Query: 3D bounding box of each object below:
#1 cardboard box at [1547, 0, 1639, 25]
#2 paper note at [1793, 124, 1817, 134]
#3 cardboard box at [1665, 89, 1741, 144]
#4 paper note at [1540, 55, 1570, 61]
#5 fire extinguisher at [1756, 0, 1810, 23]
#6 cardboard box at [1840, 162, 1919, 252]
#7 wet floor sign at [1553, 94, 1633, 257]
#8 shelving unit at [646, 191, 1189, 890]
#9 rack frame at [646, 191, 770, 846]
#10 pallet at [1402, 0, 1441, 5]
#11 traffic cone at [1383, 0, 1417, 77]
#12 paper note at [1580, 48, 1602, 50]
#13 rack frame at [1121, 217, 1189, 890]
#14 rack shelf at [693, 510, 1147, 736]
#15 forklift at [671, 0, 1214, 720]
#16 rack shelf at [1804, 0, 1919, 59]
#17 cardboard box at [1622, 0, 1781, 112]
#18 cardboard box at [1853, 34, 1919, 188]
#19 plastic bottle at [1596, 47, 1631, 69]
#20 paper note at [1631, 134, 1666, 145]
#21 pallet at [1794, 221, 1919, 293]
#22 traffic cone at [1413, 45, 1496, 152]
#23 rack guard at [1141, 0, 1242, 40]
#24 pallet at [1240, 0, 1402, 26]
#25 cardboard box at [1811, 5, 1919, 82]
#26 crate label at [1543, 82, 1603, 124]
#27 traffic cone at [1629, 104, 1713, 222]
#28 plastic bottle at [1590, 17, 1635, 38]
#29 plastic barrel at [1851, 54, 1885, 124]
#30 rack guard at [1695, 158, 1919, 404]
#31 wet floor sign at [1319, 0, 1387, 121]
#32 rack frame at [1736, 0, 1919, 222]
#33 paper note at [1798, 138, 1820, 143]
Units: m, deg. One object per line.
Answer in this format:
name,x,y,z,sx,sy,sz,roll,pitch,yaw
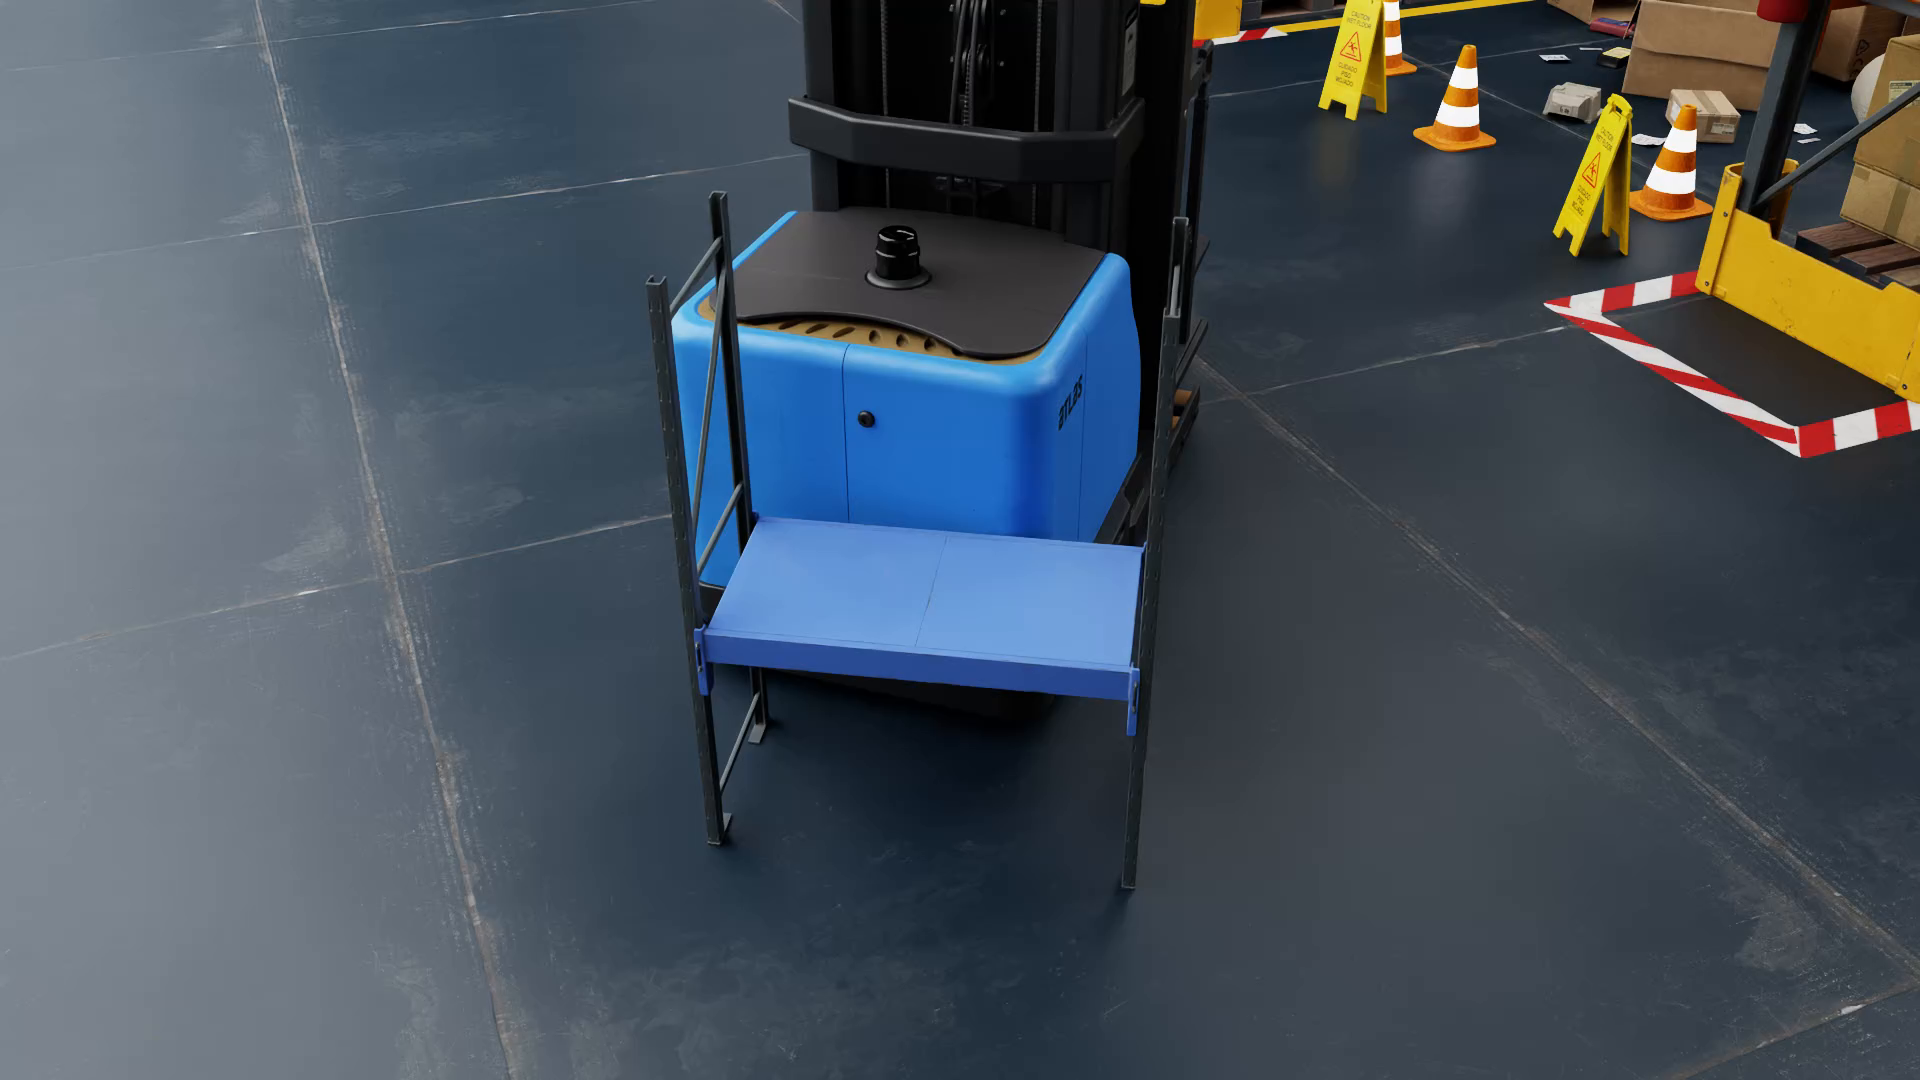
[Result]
cardboard box,3.971,-3.467,10.118,0.500,0.500,0.500,-7,34,-11
paper note,4.269,-2.101,8.461,0.142,0.019,0.148,-2,33,-2
cardboard box,3.752,-2.143,8.407,0.250,0.149,0.380,4,33,6
paper note,3.382,-2.737,9.429,0.142,0.017,0.144,-2,33,-2
fire extinguisher,3.042,-2.221,5.983,0.183,0.674,0.296,-13,35,-19
cardboard box,3.990,-1.380,6.757,0.500,0.250,0.500,-13,35,-19
wet floor sign,2.737,-1.557,7.051,0.232,0.644,0.267,-2,33,-2
shelving unit,-0.065,0.030,3.827,1.048,1.500,0.538,5,33,7
rack frame,-0.568,-0.011,3.890,0.032,1.500,0.500,5,33,7
pallet,3.147,-3.808,10.909,1.213,0.211,1.003,-13,35,-19
traffic cone,2.356,-2.848,9.203,0.334,0.463,0.336,-13,35,-19
paper note,3.642,-2.834,9.597,0.123,0.001,0.032,4,33,6
rack frame,0.437,0.071,3.764,0.032,1.500,0.500,5,33,7
rack shelf,-0.065,0.181,3.926,1.000,0.185,0.538,5,33,7
forklift,0.200,-1.551,4.946,1.130,2.935,3.031,10,34,16
rack shelf,5.170,-2.166,6.488,4.000,0.370,1.077,-13,35,-19
cardboard box,3.966,-2.643,8.851,0.797,0.503,0.637,16,36,23
cardboard box,3.964,-1.683,6.536,0.500,0.500,0.500,-13,35,-19
plastic bottle,3.729,-2.733,9.394,0.283,0.061,0.133,-27,42,-35
paper note,3.427,-2.001,8.298,0.142,0.019,0.148,-27,42,-35
pallet,4.159,-1.046,6.665,1.213,0.211,1.003,-13,35,-19
traffic cone,2.480,-2.208,8.219,0.334,0.463,0.336,-13,35,-19
rack guard,1.295,-3.460,10.110,0.348,0.500,1.175,-13,35,-19
pallet,2.024,-3.552,10.516,1.213,0.211,1.003,-13,35,-19
cardboard box,4.825,-2.901,9.123,0.503,0.637,0.797,-13,35,-19
crate label,3.181,-2.269,8.611,0.250,0.136,0.298,23,39,30
traffic cone,3.223,-1.722,7.472,0.334,0.463,0.336,-13,35,-19
plastic bottle,3.896,-3.030,9.851,0.133,0.061,0.283,-27,42,-35
plastic barrel,4.645,-2.163,8.186,0.421,0.421,0.512,10,34,14
rack guard,3.396,-1.014,6.350,0.348,0.500,1.175,-13,35,-19
wet floor sign,2.057,-2.525,8.538,0.232,0.644,0.267,-19,38,-27
rack frame,3.326,-2.045,5.643,0.127,3.000,1.000,-13,35,-19
paper note,4.243,-1.996,8.308,0.123,0.001,0.032,-13,35,-19
